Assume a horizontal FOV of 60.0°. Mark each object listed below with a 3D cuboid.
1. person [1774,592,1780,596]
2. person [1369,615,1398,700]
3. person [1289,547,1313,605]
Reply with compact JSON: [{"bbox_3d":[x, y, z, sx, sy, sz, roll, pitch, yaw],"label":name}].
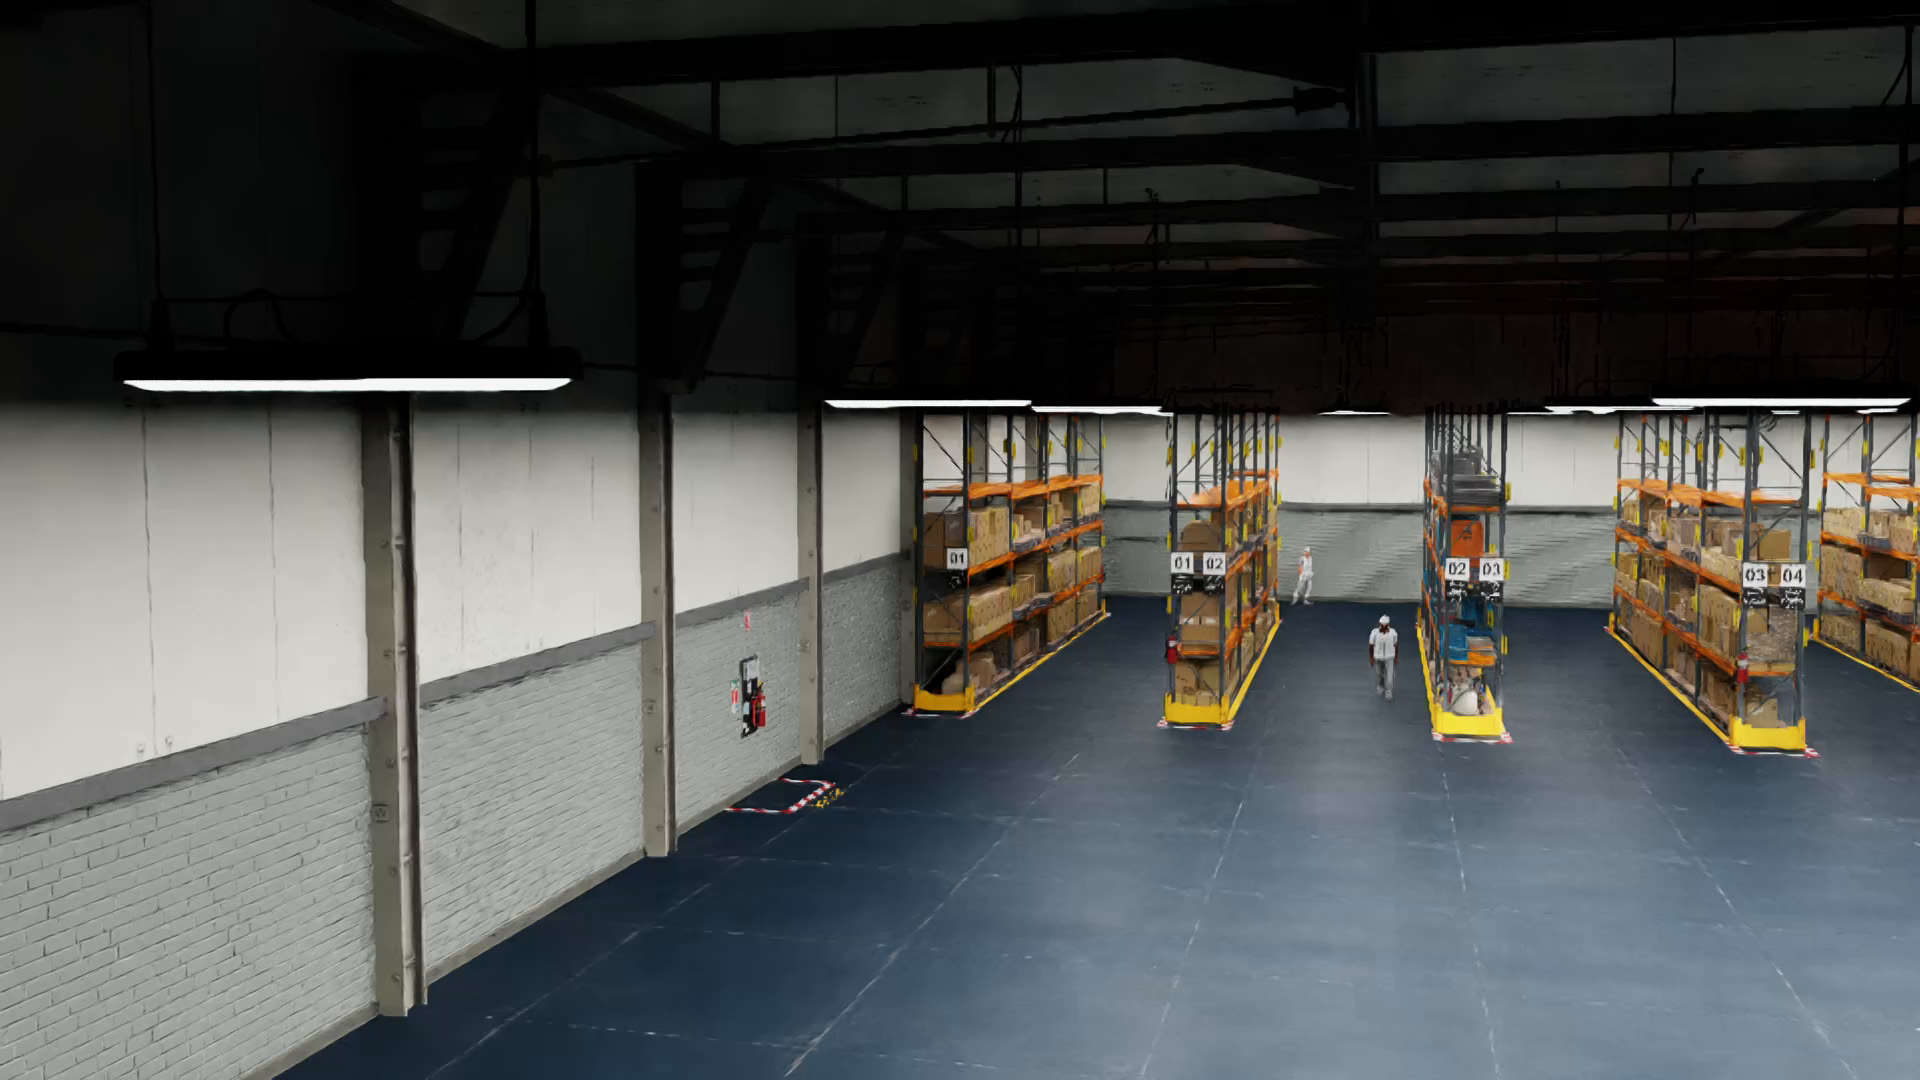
[{"bbox_3d":[20.152,1.847,41.017,0.546,1.662,0.599,2,5,29],"label":"person"},{"bbox_3d":[8.632,2.364,33.903,0.577,1.690,1.121,1,4,17],"label":"person"},{"bbox_3d":[10.407,1.099,50.637,0.729,1.784,0.500,-2,5,-28],"label":"person"}]
